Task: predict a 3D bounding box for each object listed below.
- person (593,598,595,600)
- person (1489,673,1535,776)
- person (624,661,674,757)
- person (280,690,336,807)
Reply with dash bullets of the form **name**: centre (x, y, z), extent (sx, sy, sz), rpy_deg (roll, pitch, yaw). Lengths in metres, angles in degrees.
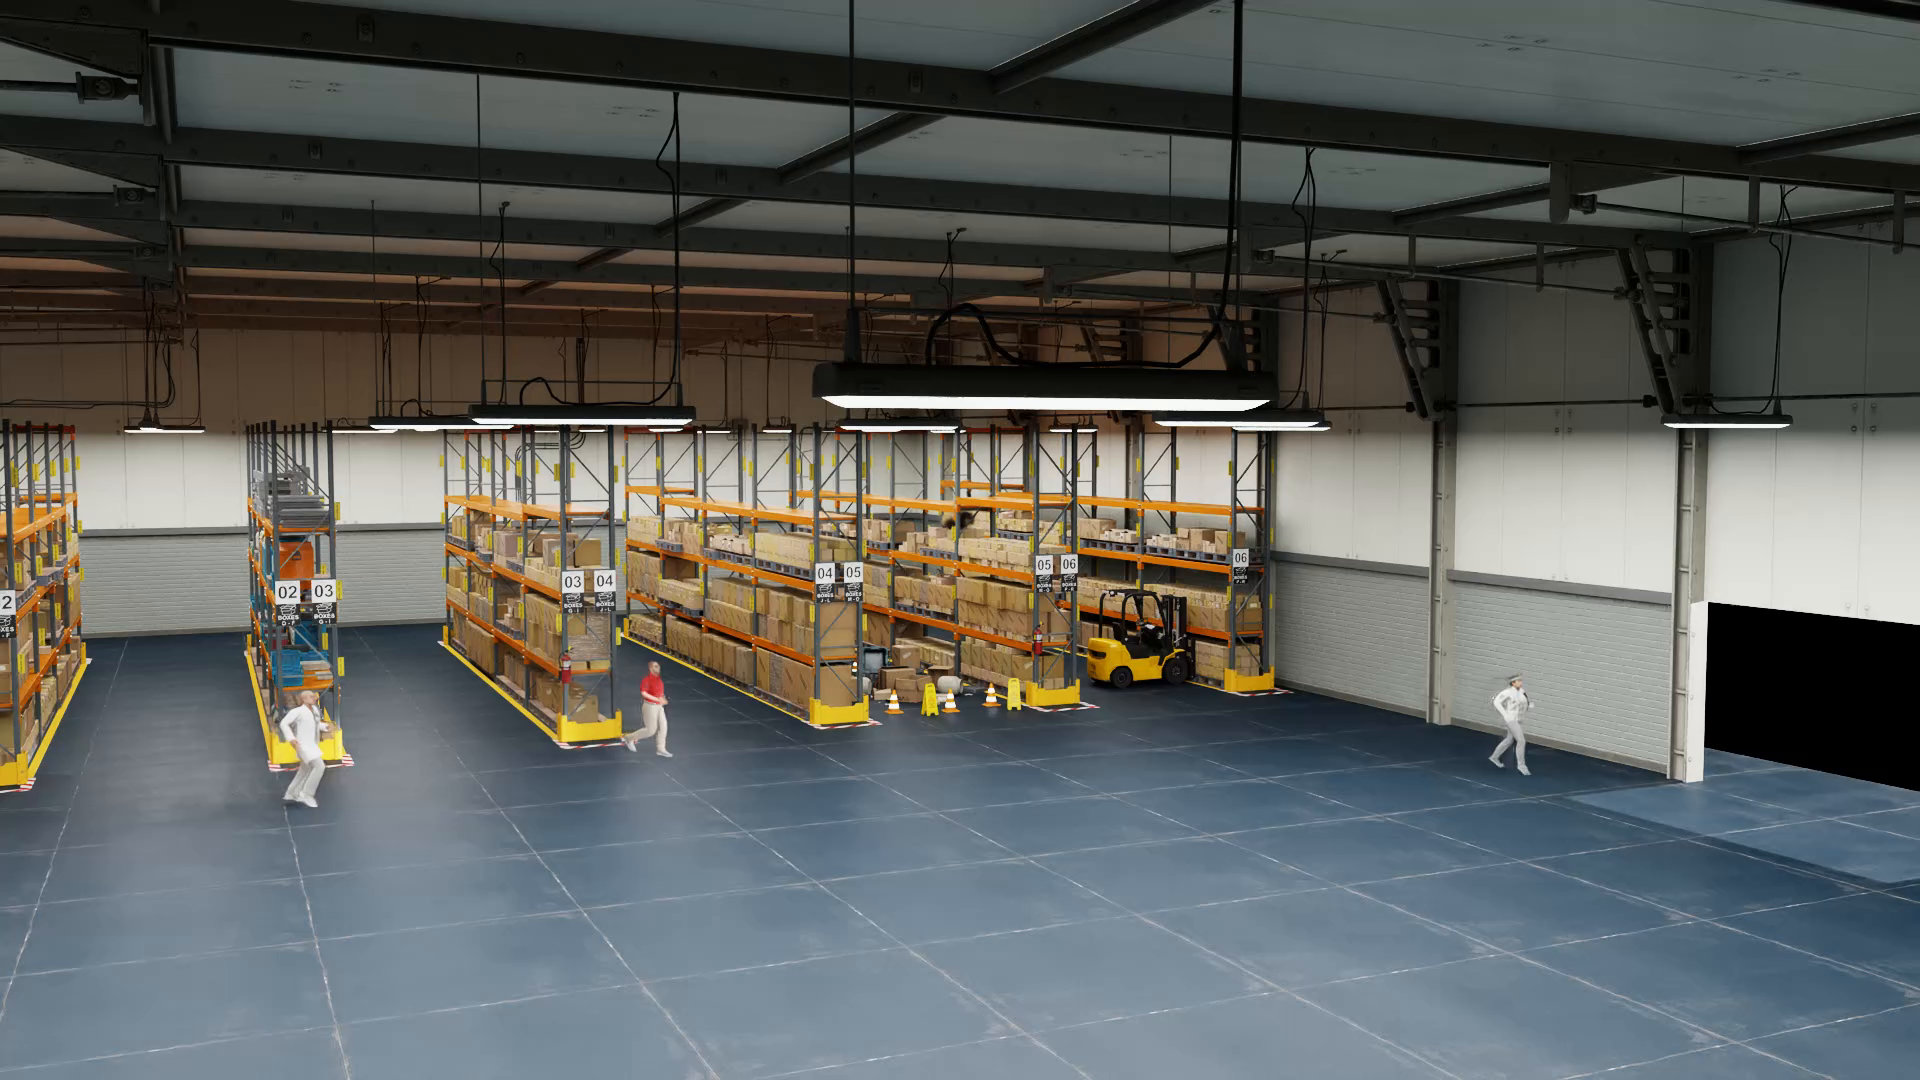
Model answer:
- **person**: centre (-9.528, 2.077, 44.435), extent (0.695, 1.741, 0.665), rpy_deg (-1, 4, -17)
- **person**: centre (9.427, 3.110, 28.346), extent (0.586, 1.748, 0.805), rpy_deg (-4, 5, -45)
- **person**: centre (-5.538, 3.024, 29.750), extent (0.861, 1.731, 0.671), rpy_deg (1, 4, 14)
- **person**: centre (-10.110, 3.238, 25.811), extent (0.808, 1.823, 0.693), rpy_deg (0, 4, 1)
